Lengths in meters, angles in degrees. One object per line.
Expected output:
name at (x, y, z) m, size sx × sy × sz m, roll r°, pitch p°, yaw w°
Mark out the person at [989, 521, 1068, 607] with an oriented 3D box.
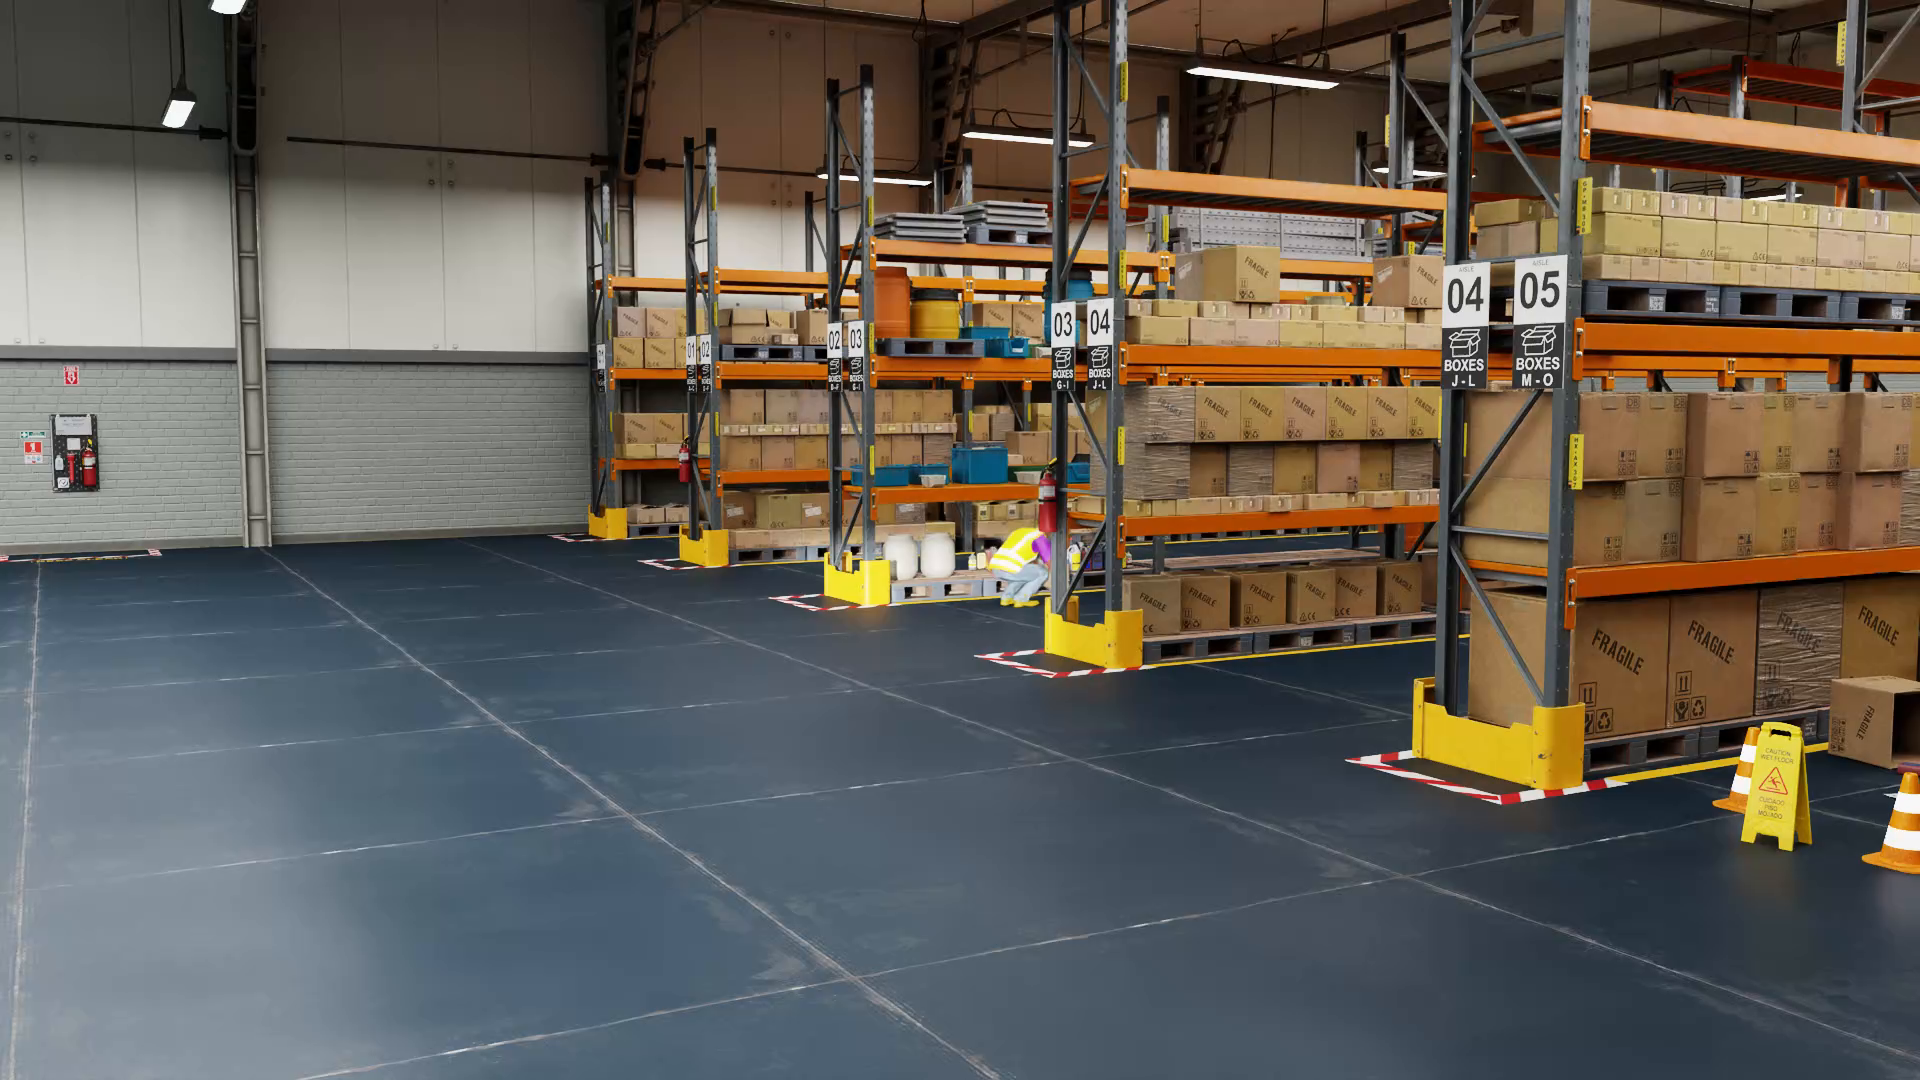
person at (0.756, 0.242, 18.831) m, size 0.891 × 0.995 × 0.590 m, roll -3°, pitch 6°, yaw -29°
